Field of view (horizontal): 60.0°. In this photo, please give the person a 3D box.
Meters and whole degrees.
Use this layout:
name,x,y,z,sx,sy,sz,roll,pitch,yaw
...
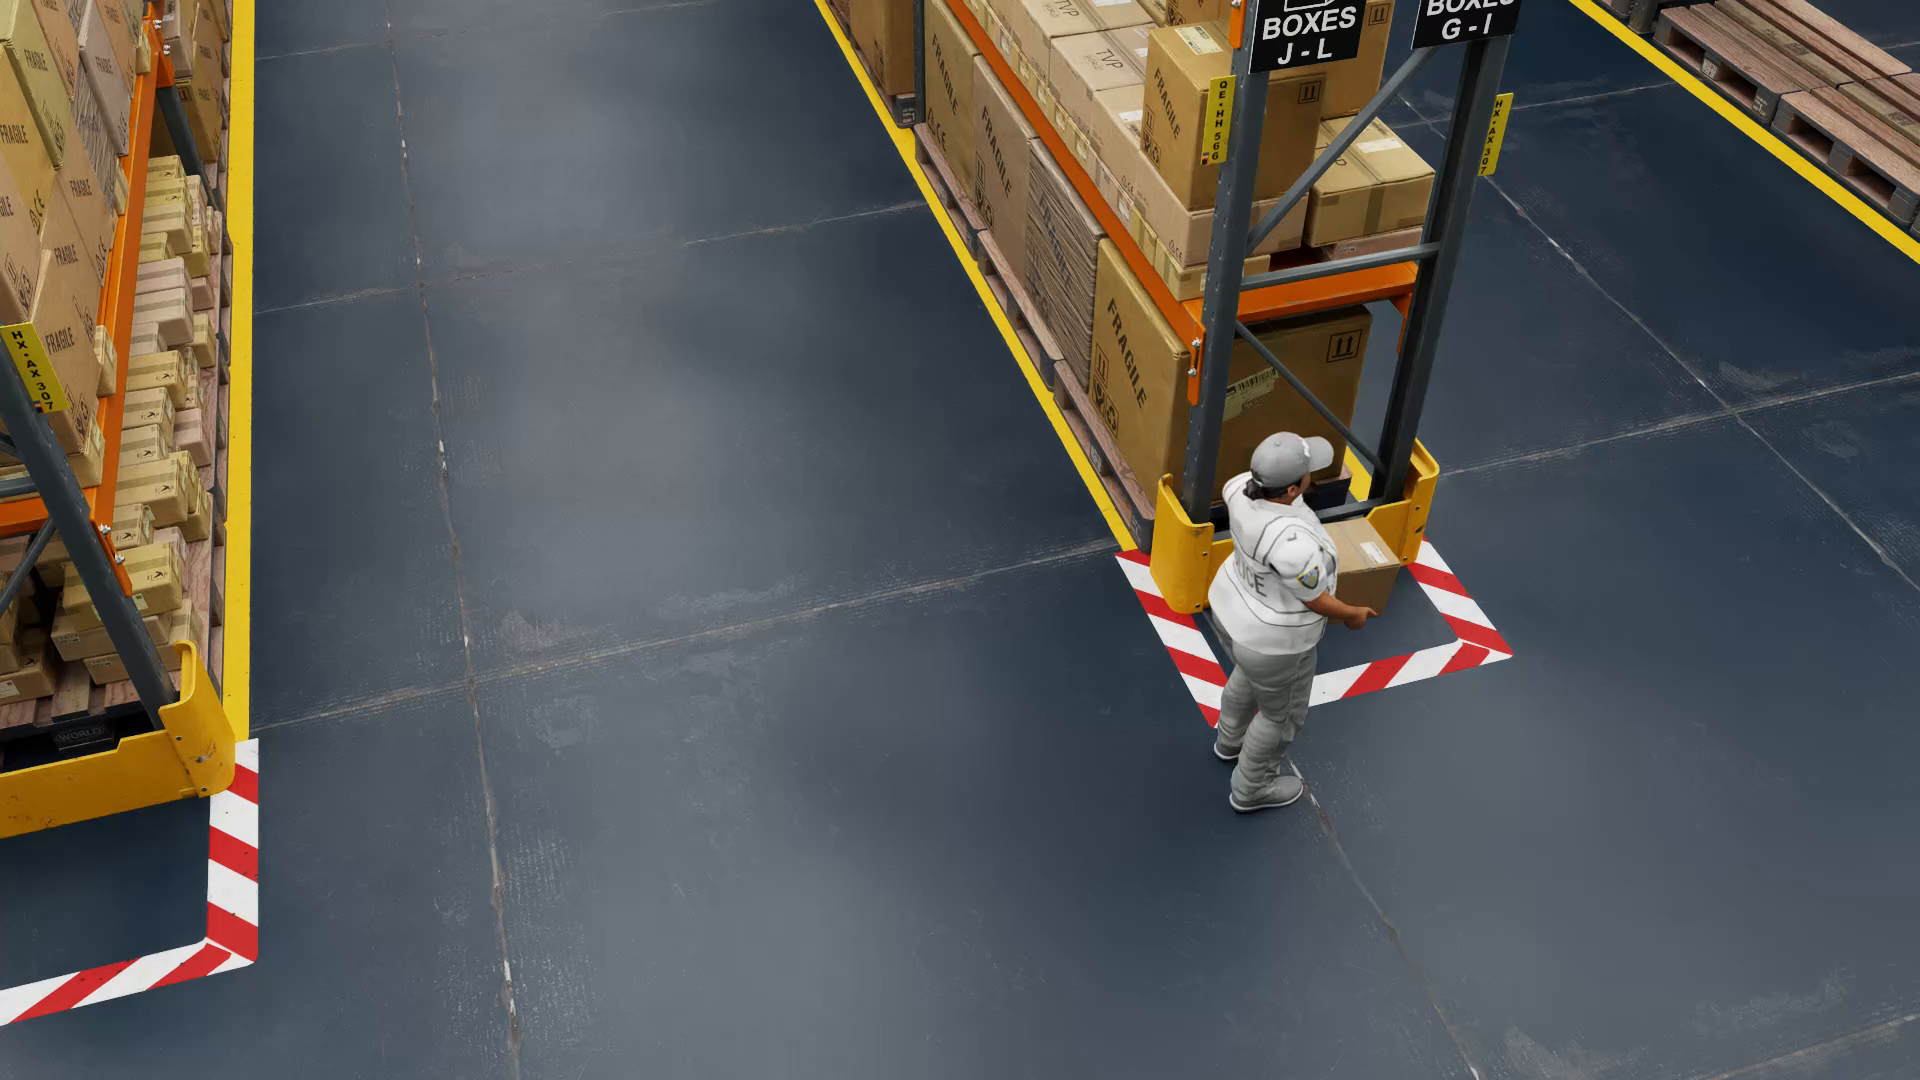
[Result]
name,x,y,z,sx,sy,sz,roll,pitch,yaw
person,1.152,0.270,5.872,0.535,1.655,0.454,-13,44,-14
